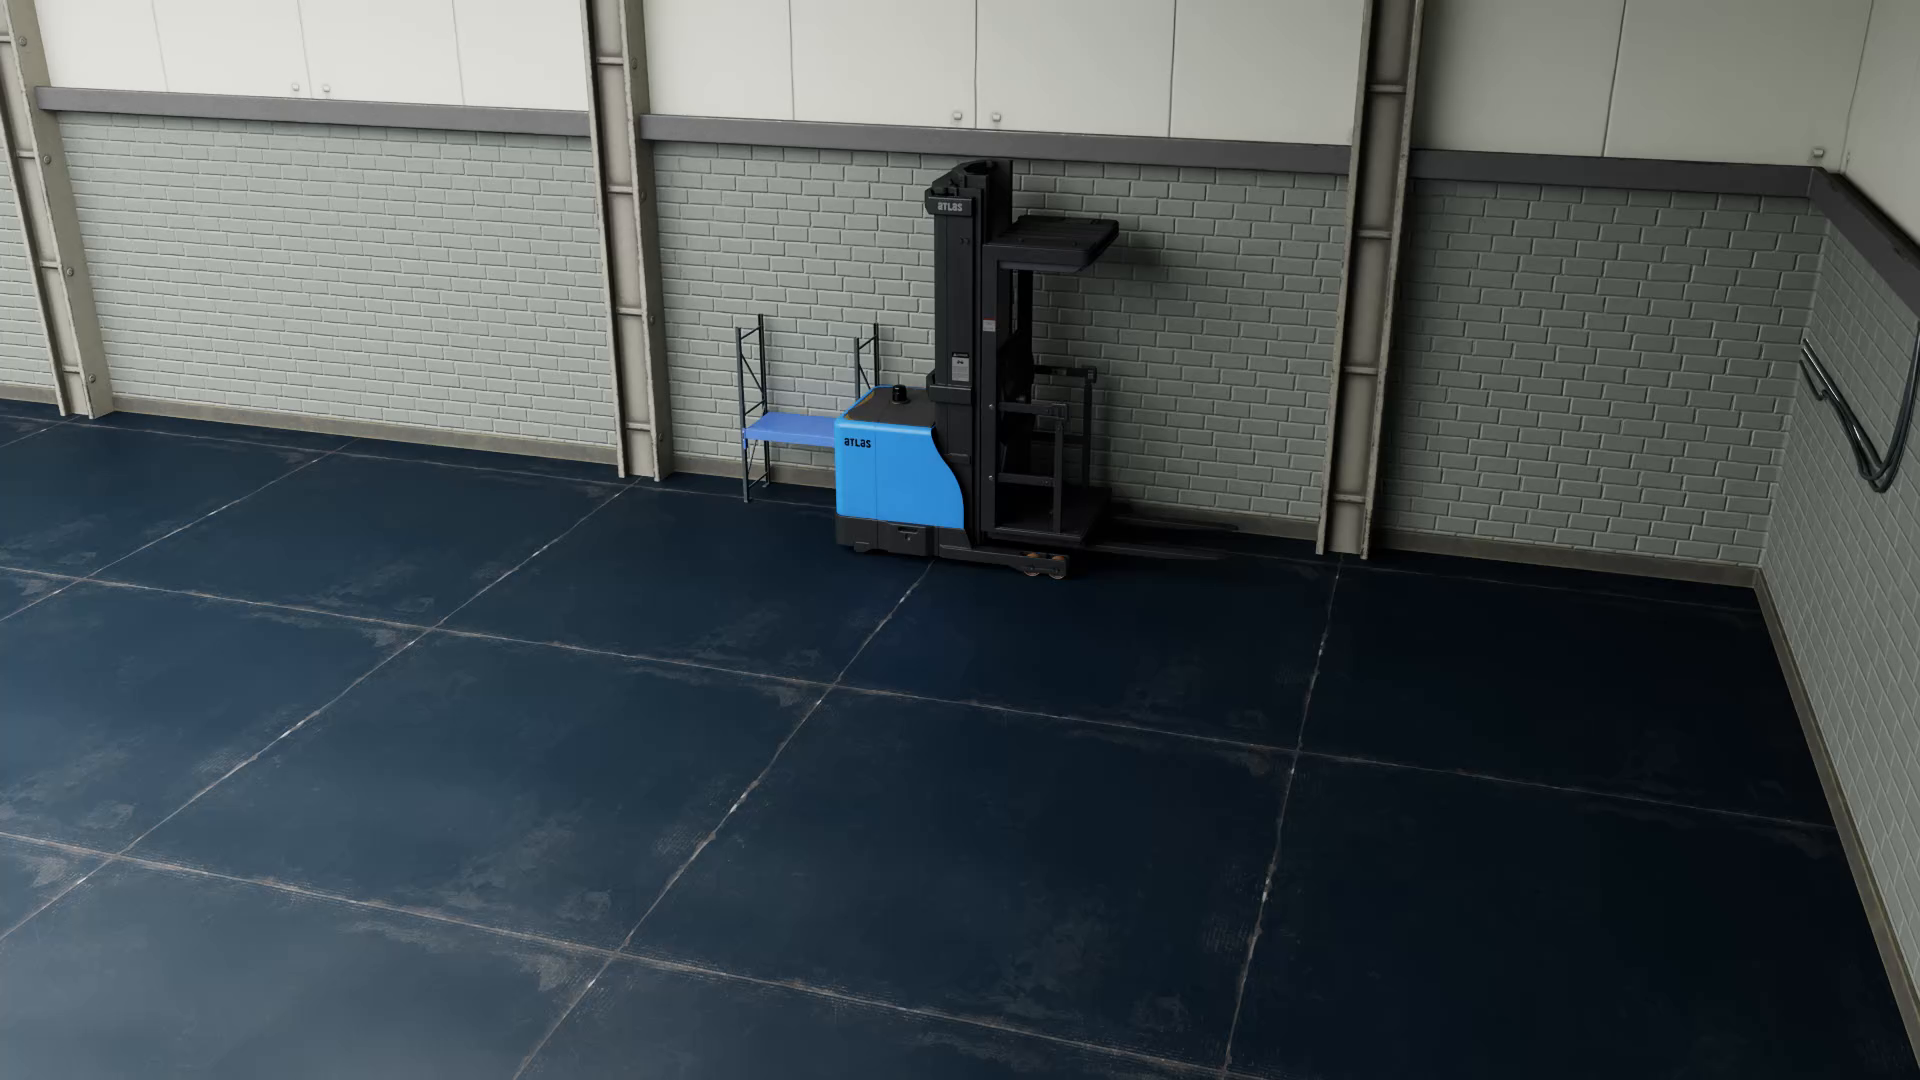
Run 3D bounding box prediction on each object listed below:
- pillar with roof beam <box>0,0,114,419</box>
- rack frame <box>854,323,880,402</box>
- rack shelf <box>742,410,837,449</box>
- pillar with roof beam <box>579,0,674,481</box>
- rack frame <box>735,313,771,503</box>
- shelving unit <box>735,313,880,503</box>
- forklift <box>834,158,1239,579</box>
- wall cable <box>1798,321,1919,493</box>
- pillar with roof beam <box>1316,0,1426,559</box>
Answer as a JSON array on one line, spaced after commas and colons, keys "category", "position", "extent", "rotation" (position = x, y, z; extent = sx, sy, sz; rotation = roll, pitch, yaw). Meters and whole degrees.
[{"category": "pillar with roof beam", "position": [-9.734, -3.842, 10.684], "extent": [0.400, 9.000, 9.100], "rotation": [7, 23, 16]}, {"category": "rack frame", "position": [-0.751, -0.984, 13.599], "extent": [0.032, 1.500, 0.500], "rotation": [7, 23, 16]}, {"category": "rack shelf", "position": [-1.236, -0.875, 13.805], "extent": [1.000, 0.185, 0.538], "rotation": [7, 23, 16]}, {"category": "pillar with roof beam", "position": [-3.990, -3.184, 9.081], "extent": [0.400, 9.000, 9.100], "rotation": [7, 23, 16]}, {"category": "rack frame", "position": [-1.722, -1.098, 13.875], "extent": [0.032, 1.500, 0.500], "rotation": [7, 23, 16]}, {"category": "shelving unit", "position": [-1.236, -1.041, 13.737], "extent": [1.048, 1.500, 0.538], "rotation": [7, 23, 16]}, {"category": "forklift", "position": [0.605, -1.289, 12.456], "extent": [3.031, 2.935, 1.130], "rotation": [6, 23, 15]}, {"category": "wall cable", "position": [5.436, -1.851, 9.921], "extent": [0.112, 2.526, 3.097], "rotation": [7, 23, 16]}, {"category": "pillar with roof beam", "position": [1.754, -2.527, 7.477], "extent": [0.400, 9.000, 9.100], "rotation": [7, 23, 16]}]
